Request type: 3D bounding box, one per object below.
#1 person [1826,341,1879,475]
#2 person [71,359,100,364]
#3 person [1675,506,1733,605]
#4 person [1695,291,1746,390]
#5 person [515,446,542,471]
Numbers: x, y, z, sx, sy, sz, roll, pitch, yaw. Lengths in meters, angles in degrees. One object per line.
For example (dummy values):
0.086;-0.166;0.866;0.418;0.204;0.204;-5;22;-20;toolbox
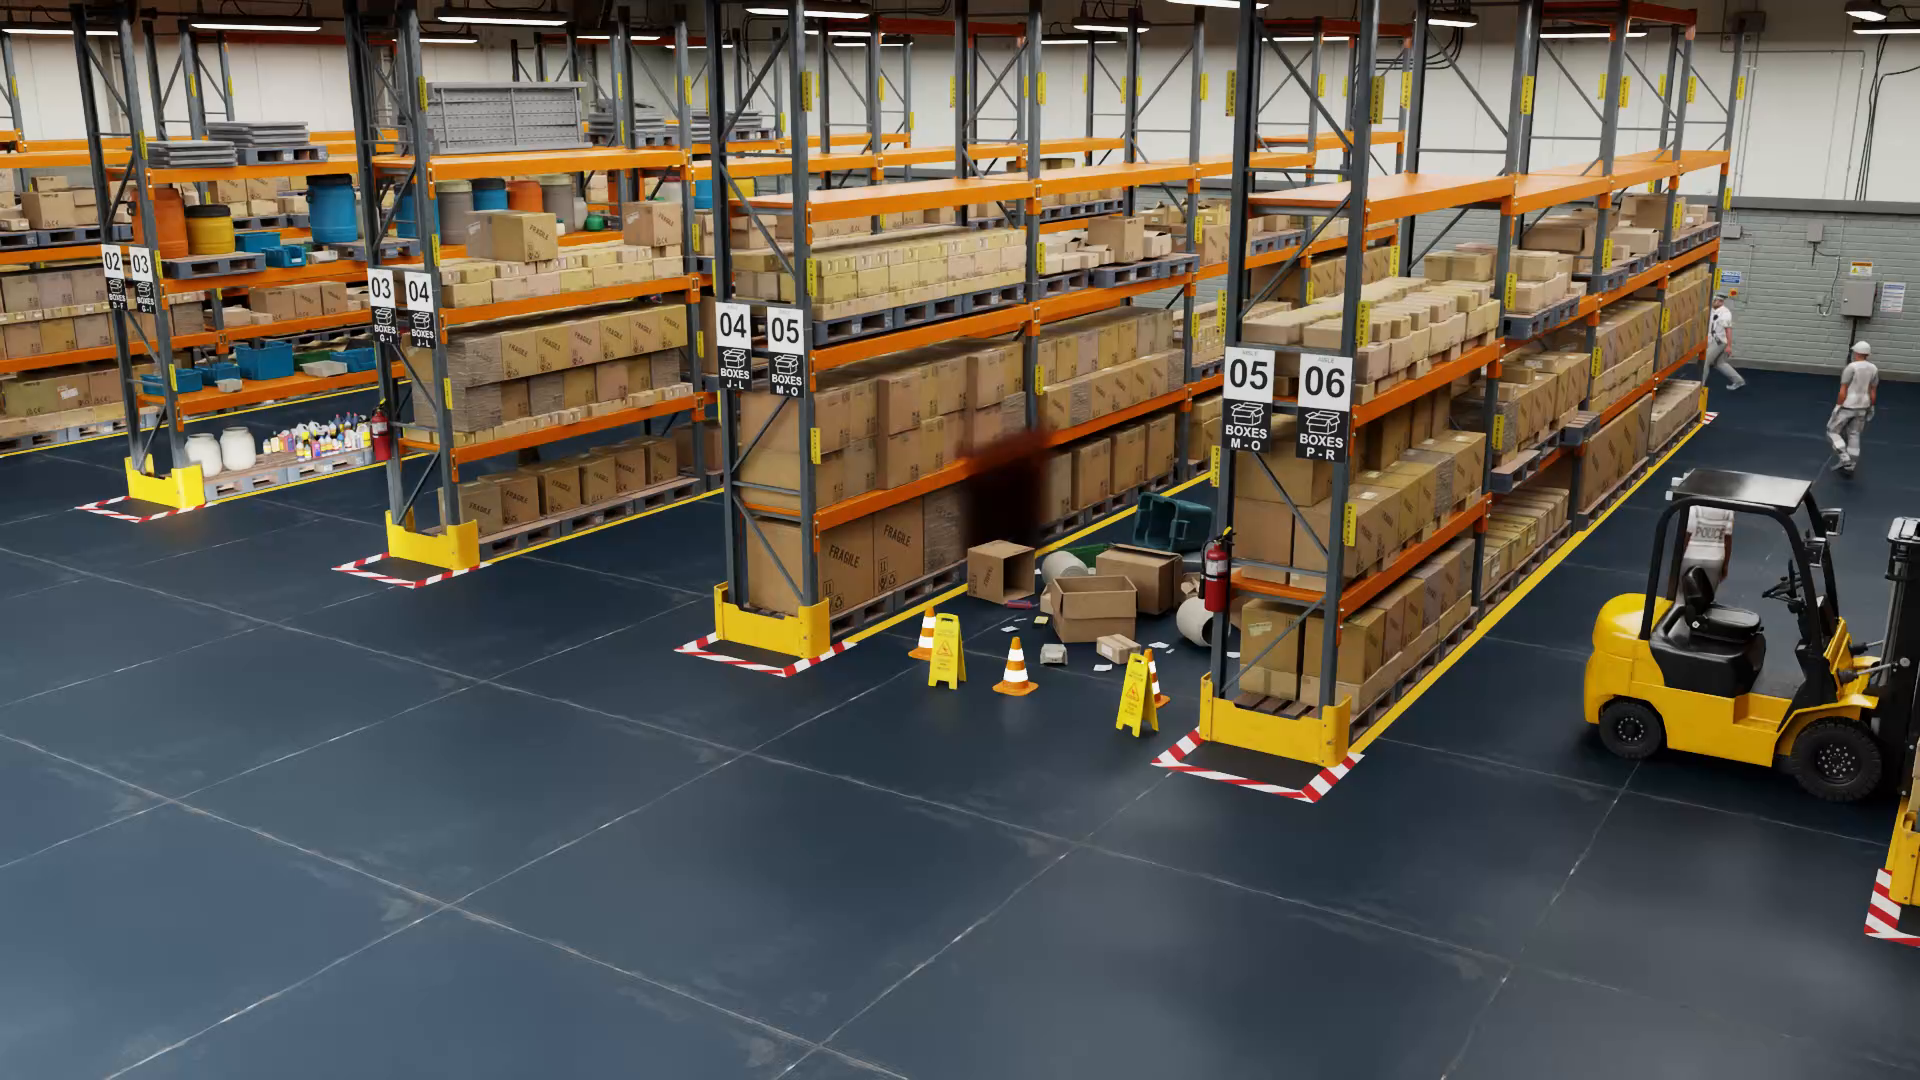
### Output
11.939;-1.746;22.177;0.597;1.790;0.489;-3;16;-10;person
-14.464;-3.235;27.553;0.694;1.738;1.087;5;16;17;person
6.847;0.216;15.361;0.486;1.695;0.387;2;16;8;person
12.732;-3.311;27.898;1.018;1.704;0.532;4;16;14;person
-5.892;-1.756;22.334;0.650;1.860;0.580;11;19;34;person
